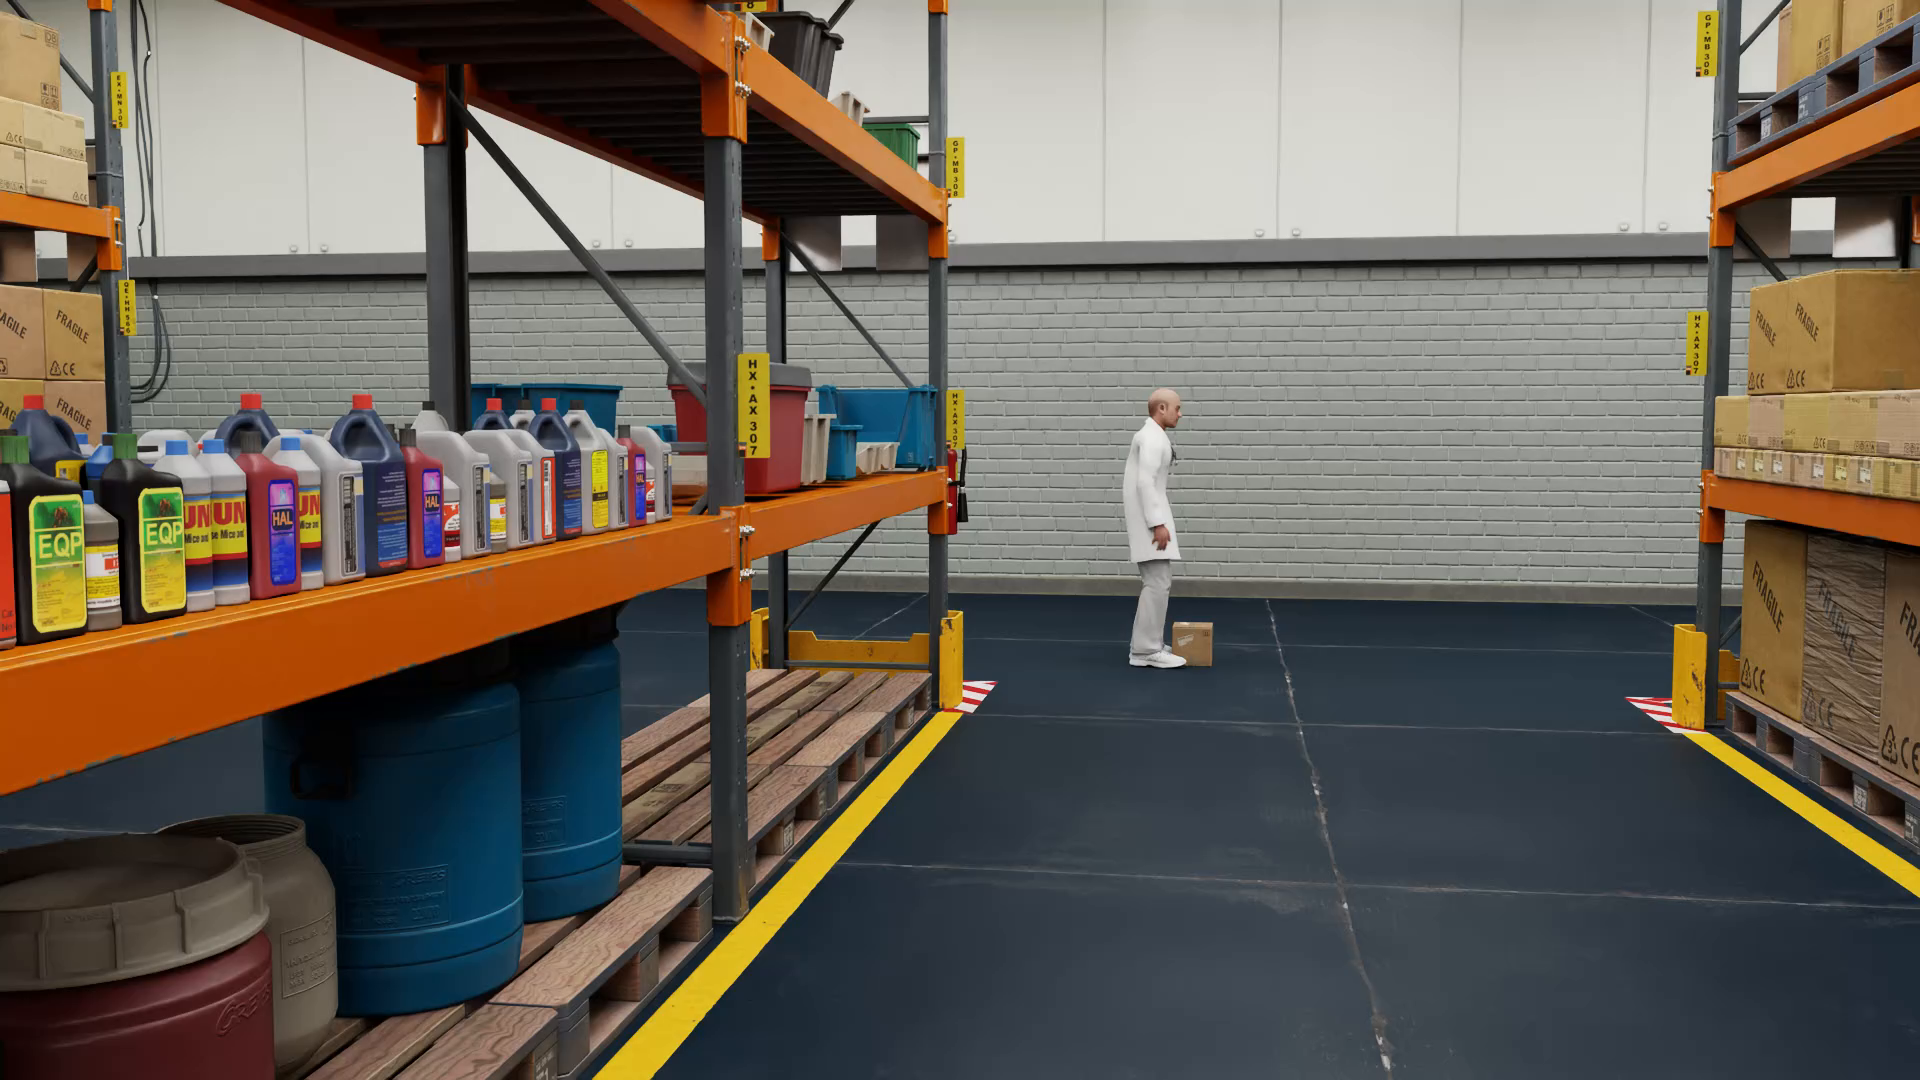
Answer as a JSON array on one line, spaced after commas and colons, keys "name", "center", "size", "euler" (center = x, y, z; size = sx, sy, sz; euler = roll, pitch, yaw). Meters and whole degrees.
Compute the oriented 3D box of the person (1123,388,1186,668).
[{"name": "person", "center": [1.263, -0.089, 10.748], "size": [0.423, 1.775, 0.643], "euler": [1, 4, 9]}]
